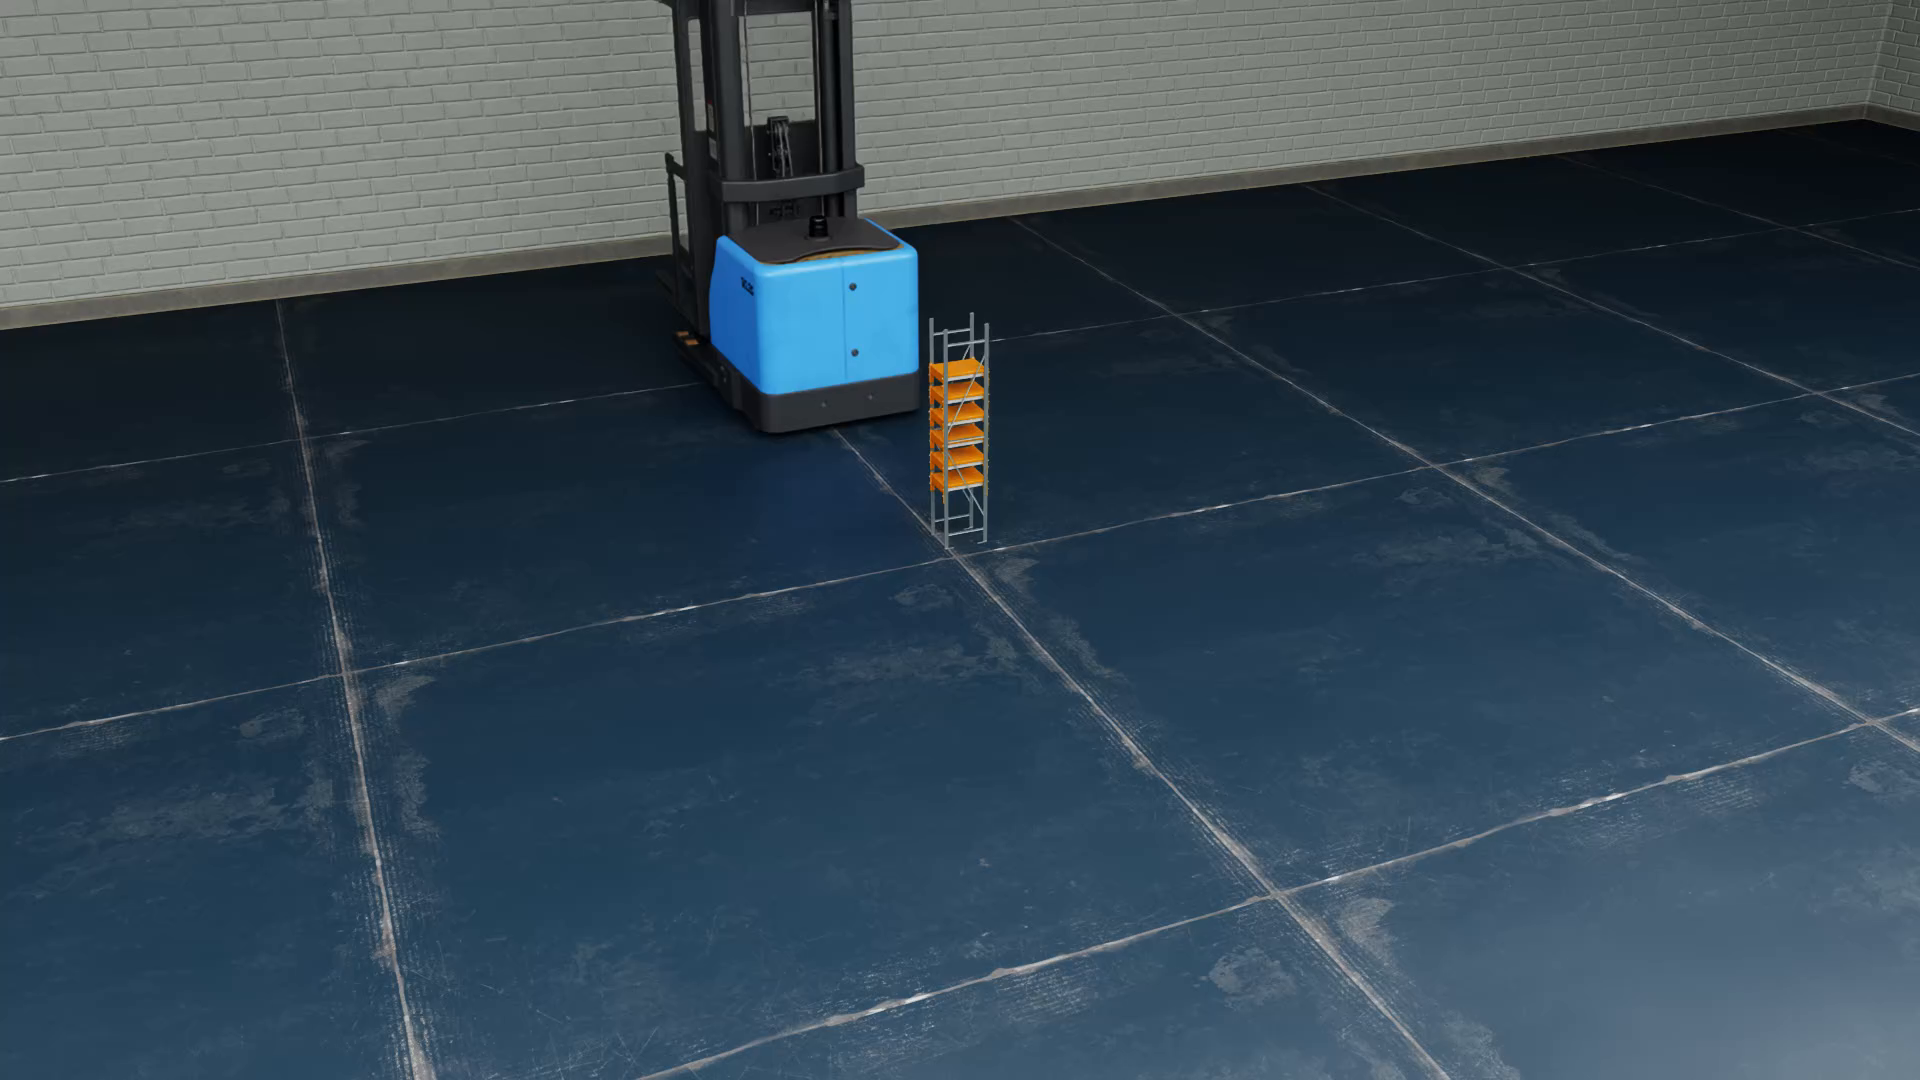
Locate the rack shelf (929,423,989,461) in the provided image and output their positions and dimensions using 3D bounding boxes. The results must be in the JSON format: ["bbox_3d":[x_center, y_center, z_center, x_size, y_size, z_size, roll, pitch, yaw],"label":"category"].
[{"bbox_3d":[-0.006,-0.505,8.518,0.258,0.103,0.180,-11,28,-21],"label":"rack shelf"}]

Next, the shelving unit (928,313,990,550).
[{"bbox_3d":[-0.006,-0.545,8.499,0.258,1.200,0.189,-11,28,-21],"label":"shelving unit"}]

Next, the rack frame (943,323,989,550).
[{"bbox_3d":[0.030,-0.508,8.423,0.240,1.200,0.006,-11,28,-21],"label":"rack frame"}]

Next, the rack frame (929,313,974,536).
[{"bbox_3d":[-0.042,-0.582,8.574,0.240,1.200,0.006,-11,28,-21],"label":"rack frame"}]

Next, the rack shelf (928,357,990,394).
[{"bbox_3d":[-0.006,-0.829,8.360,0.258,0.103,0.180,-11,28,-21],"label":"rack shelf"}]

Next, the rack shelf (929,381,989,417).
[{"bbox_3d":[-0.006,-0.721,8.413,0.258,0.103,0.180,-11,28,-21],"label":"rack shelf"}]

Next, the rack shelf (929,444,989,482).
[{"bbox_3d":[-0.006,-0.397,8.571,0.258,0.103,0.180,-11,28,-21],"label":"rack shelf"}]

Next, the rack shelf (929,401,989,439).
[{"bbox_3d":[-0.006,-0.613,8.466,0.258,0.103,0.180,-11,28,-21],"label":"rack shelf"}]

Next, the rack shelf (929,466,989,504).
[{"bbox_3d":[-0.006,-0.289,8.624,0.258,0.103,0.180,-11,28,-21],"label":"rack shelf"}]

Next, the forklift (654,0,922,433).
[{"bbox_3d":[-1.318,-2.571,10.675,1.130,2.935,3.031,-12,28,-22],"label":"forklift"}]
